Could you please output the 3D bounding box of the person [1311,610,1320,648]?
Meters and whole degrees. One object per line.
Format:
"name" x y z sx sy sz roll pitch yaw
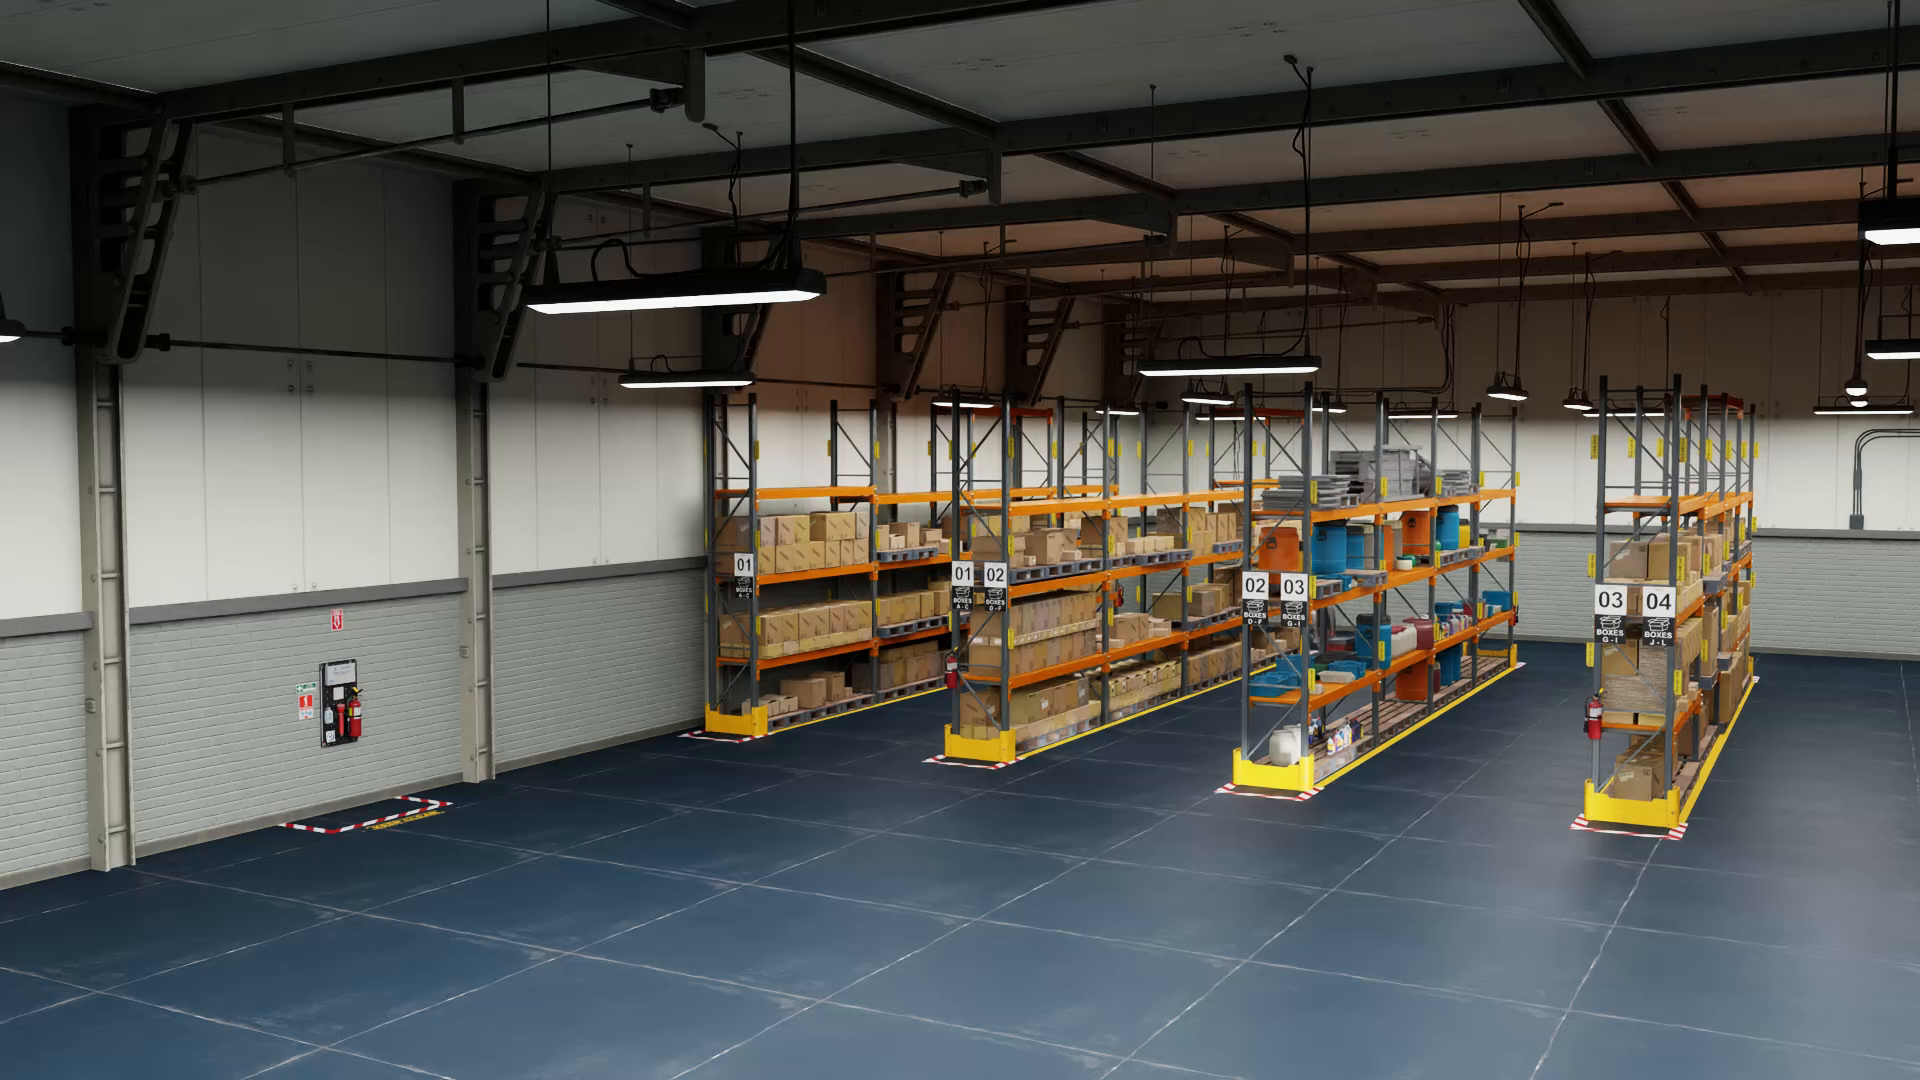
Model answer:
"person" 9.045 1.890 42.155 0.503 1.657 0.846 -1 3 -12

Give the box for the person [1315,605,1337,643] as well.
"person" 8.372 2.077 38.190 0.489 1.717 0.580 -3 4 -40
